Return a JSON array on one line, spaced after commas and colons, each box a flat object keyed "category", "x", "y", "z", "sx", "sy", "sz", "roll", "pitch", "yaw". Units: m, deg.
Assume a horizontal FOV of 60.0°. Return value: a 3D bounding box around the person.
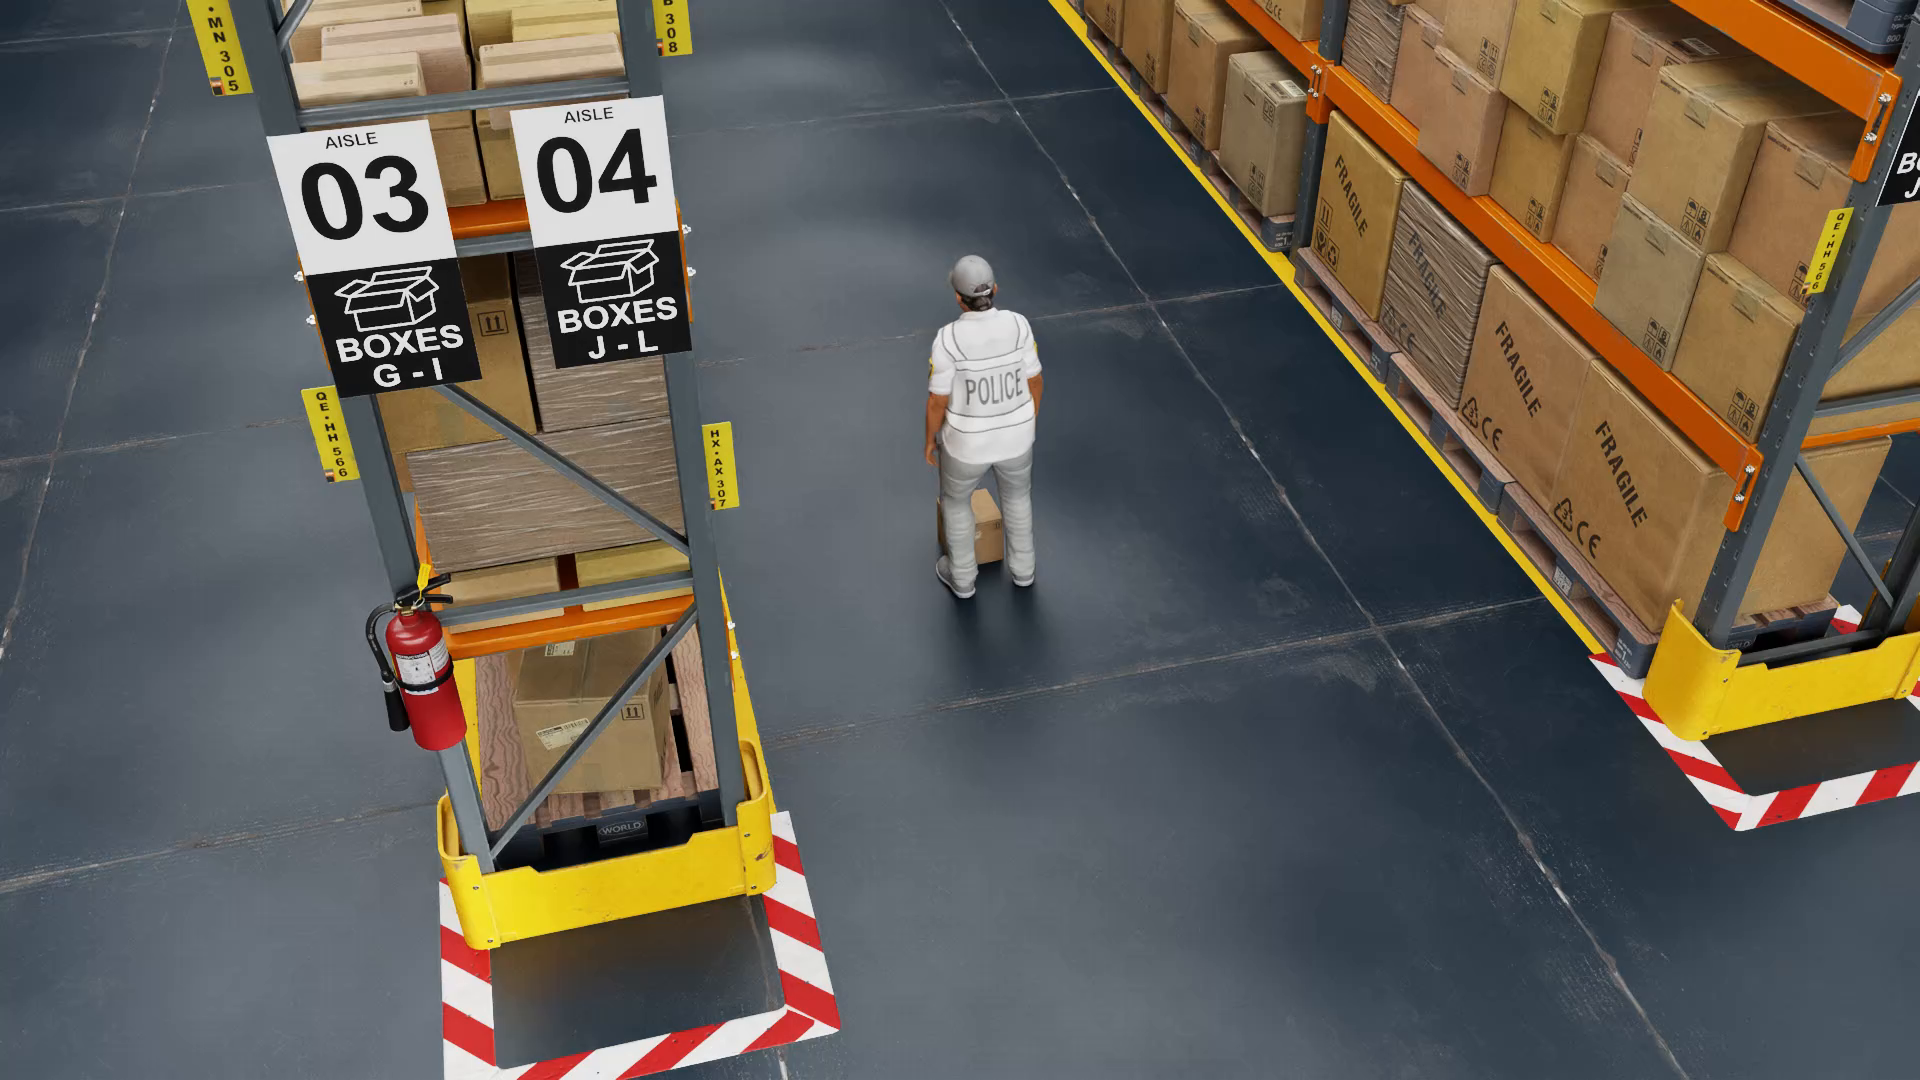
[{"category": "person", "x": 0.108, "y": -0.476, "z": 7.308, "sx": 0.564, "sy": 1.666, "sz": 0.466, "roll": -12, "pitch": 40, "yaw": -14}]
